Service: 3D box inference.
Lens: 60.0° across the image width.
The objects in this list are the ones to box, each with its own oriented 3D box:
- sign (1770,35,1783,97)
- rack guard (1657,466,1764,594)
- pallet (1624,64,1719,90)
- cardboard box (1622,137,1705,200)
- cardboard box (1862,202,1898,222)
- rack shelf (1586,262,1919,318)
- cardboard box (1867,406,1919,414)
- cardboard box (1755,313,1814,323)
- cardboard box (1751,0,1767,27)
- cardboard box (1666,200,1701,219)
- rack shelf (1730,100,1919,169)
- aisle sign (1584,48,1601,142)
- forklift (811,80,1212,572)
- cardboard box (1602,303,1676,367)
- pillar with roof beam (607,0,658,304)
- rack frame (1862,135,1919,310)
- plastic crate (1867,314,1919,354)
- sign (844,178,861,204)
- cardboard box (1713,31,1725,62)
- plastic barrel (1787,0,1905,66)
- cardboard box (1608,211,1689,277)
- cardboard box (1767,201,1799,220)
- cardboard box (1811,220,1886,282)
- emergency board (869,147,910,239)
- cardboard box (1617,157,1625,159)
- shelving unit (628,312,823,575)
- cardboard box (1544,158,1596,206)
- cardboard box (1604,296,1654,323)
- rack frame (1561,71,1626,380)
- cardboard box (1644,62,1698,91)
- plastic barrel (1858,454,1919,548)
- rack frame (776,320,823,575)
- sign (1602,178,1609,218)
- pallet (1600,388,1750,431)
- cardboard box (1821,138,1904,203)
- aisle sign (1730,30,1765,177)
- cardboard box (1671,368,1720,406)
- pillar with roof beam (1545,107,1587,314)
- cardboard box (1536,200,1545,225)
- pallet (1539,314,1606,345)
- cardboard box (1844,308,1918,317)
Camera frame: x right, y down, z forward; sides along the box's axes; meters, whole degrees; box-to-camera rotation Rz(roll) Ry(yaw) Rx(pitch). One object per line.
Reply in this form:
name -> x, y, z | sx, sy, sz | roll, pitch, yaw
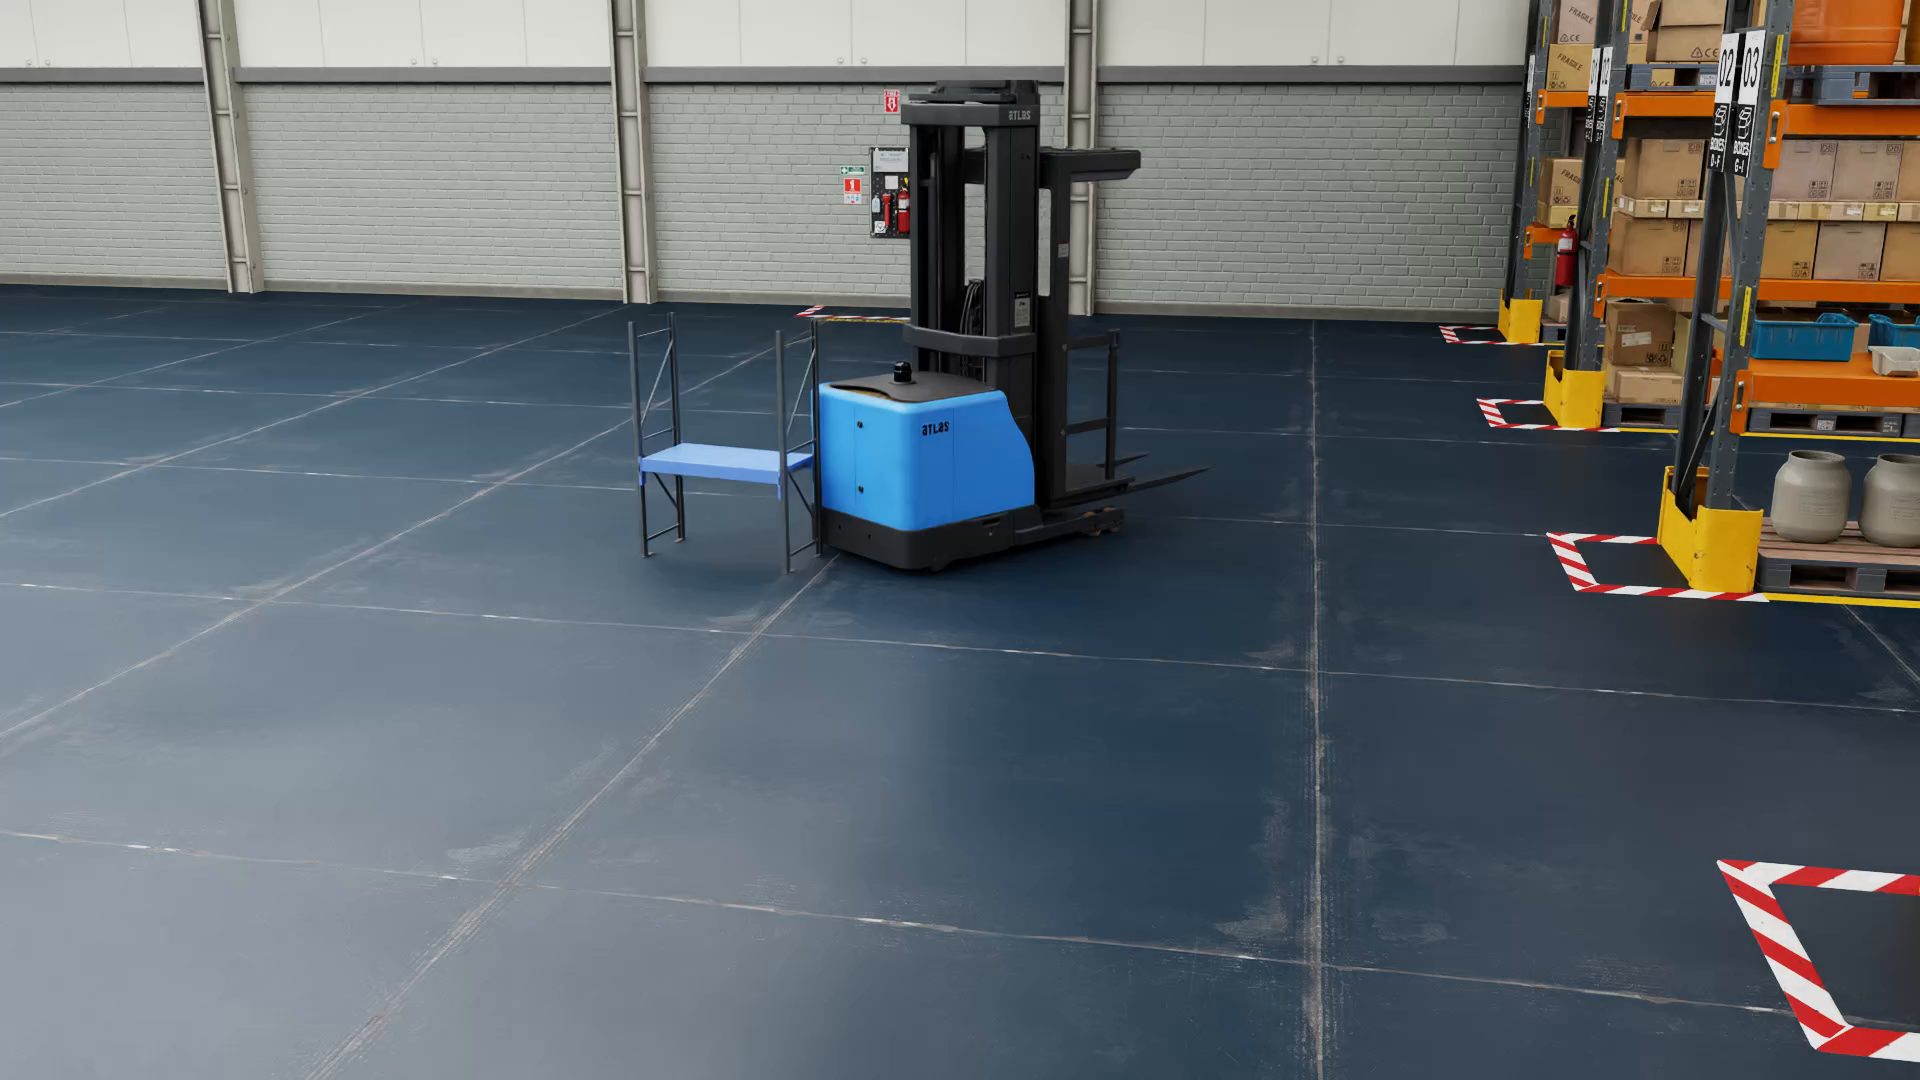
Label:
sign -> 4.455, -2.585, 9.069 | 0.005, 0.325, 0.100 | 3, 16, 11
rack guard -> 4.652, -0.082, 10.353 | 0.348, 0.500, 1.175 | 3, 16, 11
pallet -> 6.247, -3.933, 14.118 | 1.213, 0.211, 1.003 | 3, 16, 11
cardboard box -> 6.066, -3.217, 14.368 | 0.500, 0.500, 0.700 | 3, 16, 11
cardboard box -> 7.665, -2.762, 13.942 | 0.250, 0.149, 0.380 | 4, 16, 13
rack shelf -> 7.519, -2.121, 14.378 | 4.000, 0.370, 1.077 | 3, 16, 11
cardboard box -> 8.000, -1.258, 14.280 | 0.500, 0.250, 0.500 | 3, 16, 11
cardboard box -> 7.023, -1.677, 14.386 | 0.500, 0.500, 0.500 | 3, 16, 11
cardboard box -> 8.864, -5.650, 18.053 | 0.500, 0.500, 0.500 | 3, 16, 9
cardboard box -> 6.160, -2.845, 14.240 | 0.250, 0.149, 0.380 | 3, 16, 10
rack shelf -> 6.528, -2.271, 9.301 | 4.000, 0.370, 1.077 | 3, 16, 11
aisle sign -> 5.553, -3.907, 14.610 | 0.004, 0.787, 0.394 | 3, 16, 11
forklift -> 0.476, -1.525, 11.008 | 3.031, 2.935, 1.130 | -13, 20, -40
cardboard box -> 6.144, -1.862, 15.055 | 0.500, 0.500, 0.500 | 3, 16, 11
pillar with roof beam -> -5.216, -6.463, 17.466 | 0.400, 9.000, 9.100 | 3, 16, 11
rack frame -> 10.462, -3.658, 18.577 | 0.127, 3.000, 1.000 | 3, 16, 11
plastic crate -> 5.754, -1.223, 10.066 | 0.408, 0.251, 0.499 | 3, 16, 11
sign -> -1.414, -4.594, 21.890 | 0.234, 0.329, 0.001 | 3, 16, 11
cardboard box -> 6.740, -4.225, 14.239 | 0.500, 0.250, 0.500 | 3, 16, 11
plastic barrel -> 5.070, -3.141, 9.502 | 0.708, 0.830, 0.600 | 3, 16, 11
cardboard box -> 6.014, -2.594, 14.551 | 0.500, 0.500, 0.700 | 3, 16, 11
cardboard box -> 6.913, -2.803, 14.091 | 0.250, 0.149, 0.380 | 3, 16, 9
cardboard box -> 7.532, -2.513, 14.257 | 0.500, 0.500, 0.700 | 4, 16, 13
emergency board -> -0.893, -4.520, 21.691 | 0.643, 1.169, 0.194 | 3, 16, 11
cardboard box -> 7.538, -4.170, 19.267 | 0.500, 0.500, 0.500 | 3, 16, 12
shelving unit -> -1.455, -0.620, 10.421 | 1.048, 1.500, 0.538 | 6, 17, 21
cardboard box -> 6.951, -4.065, 18.887 | 0.500, 0.500, 0.500 | 3, 16, 11
cardboard box -> 7.761, -2.696, 19.318 | 0.500, 0.311, 0.500 | 4, 16, 16
rack frame -> 5.559, -2.574, 14.667 | 0.127, 3.000, 1.000 | 3, 16, 11
cardboard box -> 7.849, -5.226, 18.396 | 0.500, 0.500, 0.500 | 4, 16, 14
plastic barrel -> 5.720, -0.241, 10.115 | 0.421, 0.512, 0.421 | 0, 15, 0
rack frame -> -0.983, -0.570, 10.239 | 0.032, 1.500, 0.500 | 6, 17, 21
sign -> 5.443, -2.885, 14.017 | 0.005, 0.325, 0.100 | 3, 16, 11
pallet -> 6.317, -1.201, 14.931 | 1.213, 0.211, 1.003 | 3, 16, 11
cardboard box -> 7.567, -3.137, 14.080 | 0.500, 0.500, 0.700 | 3, 16, 11
aisle sign -> 4.439, -2.459, 9.380 | 0.004, 0.787, 0.394 | 3, 16, 11
cardboard box -> 6.531, -1.339, 14.572 | 0.500, 0.250, 0.500 | 3, 16, 11
pillar with roof beam -> 6.543, -5.824, 15.162 | 0.400, 9.000, 9.100 | 3, 16, 11
cardboard box -> 7.039, -3.834, 19.456 | 0.500, 0.250, 0.500 | 3, 16, 12
pallet -> 7.406, -2.470, 19.514 | 1.213, 0.211, 1.003 | 3, 16, 11
cardboard box -> 8.107, -1.760, 14.686 | 0.500, 0.500, 0.500 | 3, 16, 11
